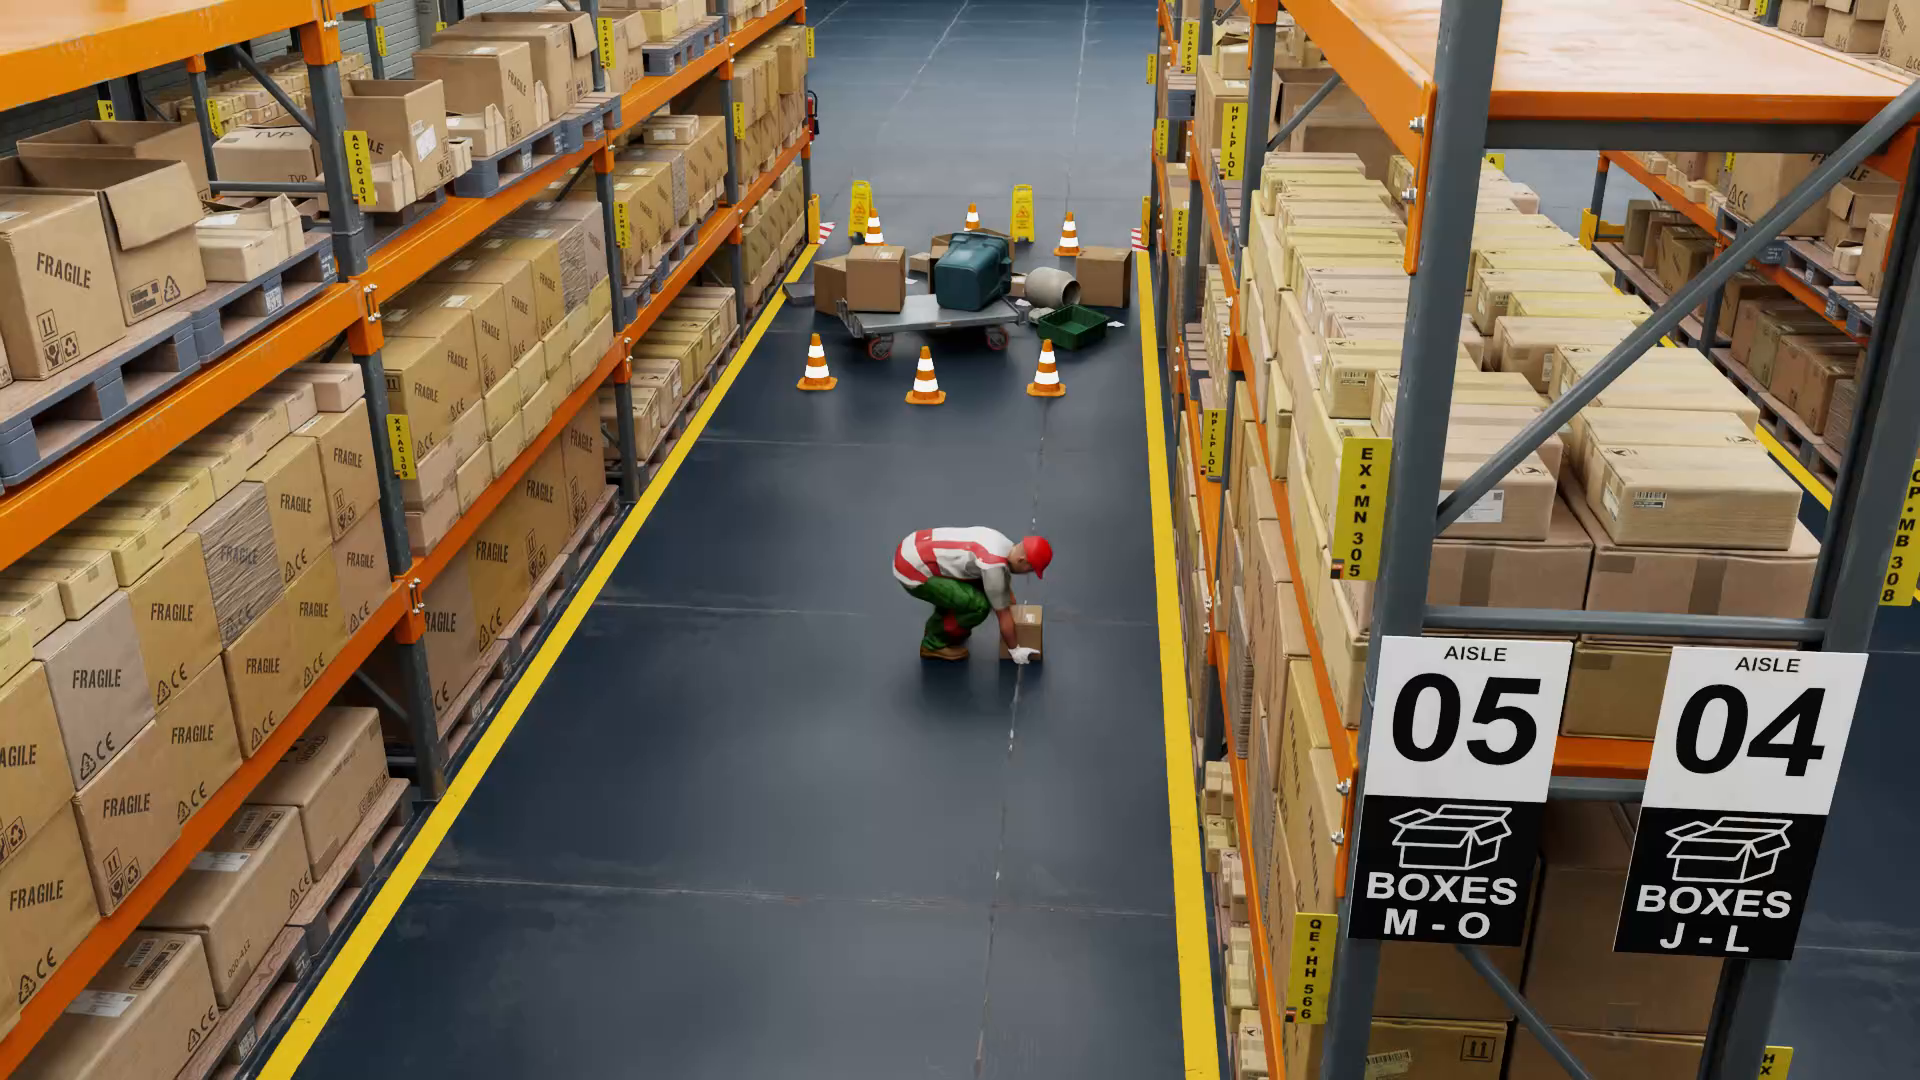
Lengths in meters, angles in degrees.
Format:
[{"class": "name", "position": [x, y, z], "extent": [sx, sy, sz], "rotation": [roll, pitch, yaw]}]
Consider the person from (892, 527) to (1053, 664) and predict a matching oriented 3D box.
[{"class": "person", "position": [0.075, 0.319, 10.118], "extent": [0.964, 0.810, 0.524], "rotation": [1, 24, 3]}]
